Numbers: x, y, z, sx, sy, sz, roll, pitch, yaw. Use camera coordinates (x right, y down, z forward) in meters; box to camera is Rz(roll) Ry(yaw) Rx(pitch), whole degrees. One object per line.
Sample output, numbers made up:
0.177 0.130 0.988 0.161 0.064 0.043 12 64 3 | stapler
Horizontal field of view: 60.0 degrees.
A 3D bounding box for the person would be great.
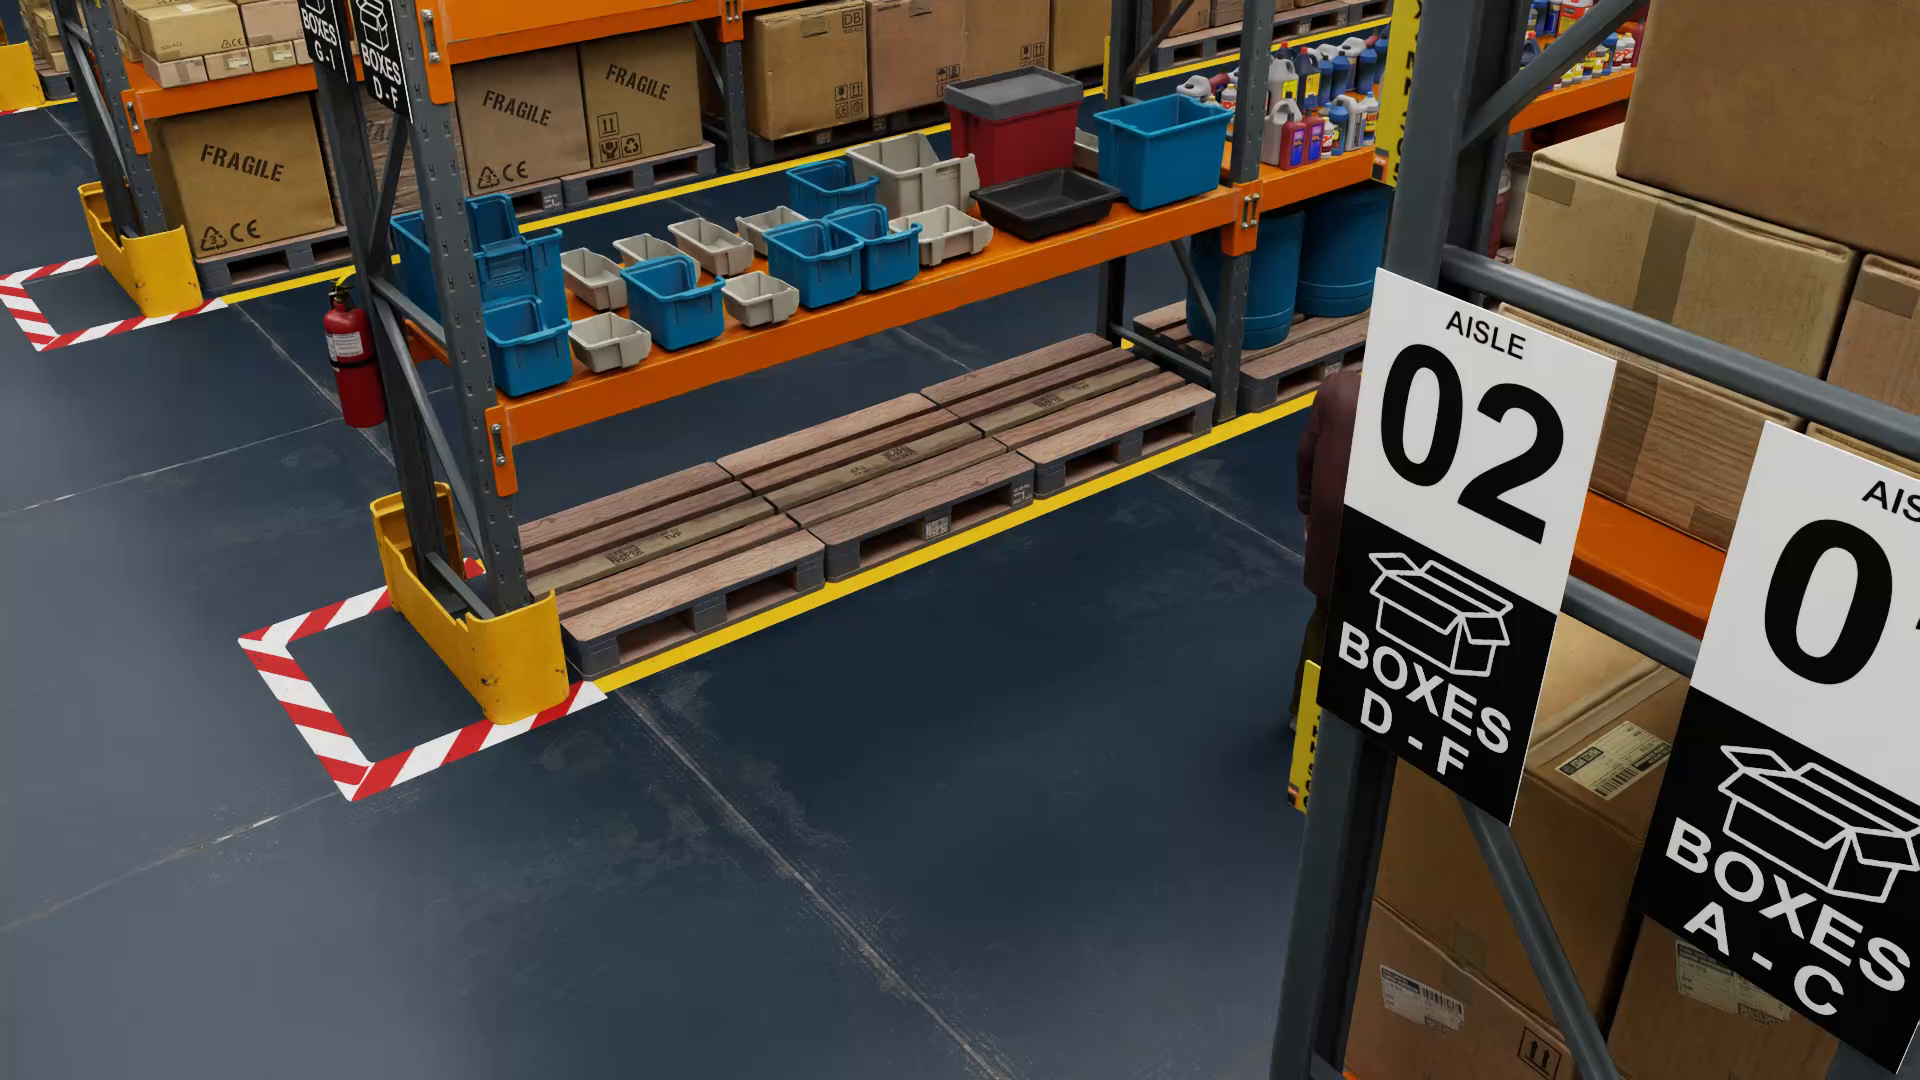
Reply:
1.504 0.048 6.191 0.417 1.649 0.652 -23 38 -32 | person
